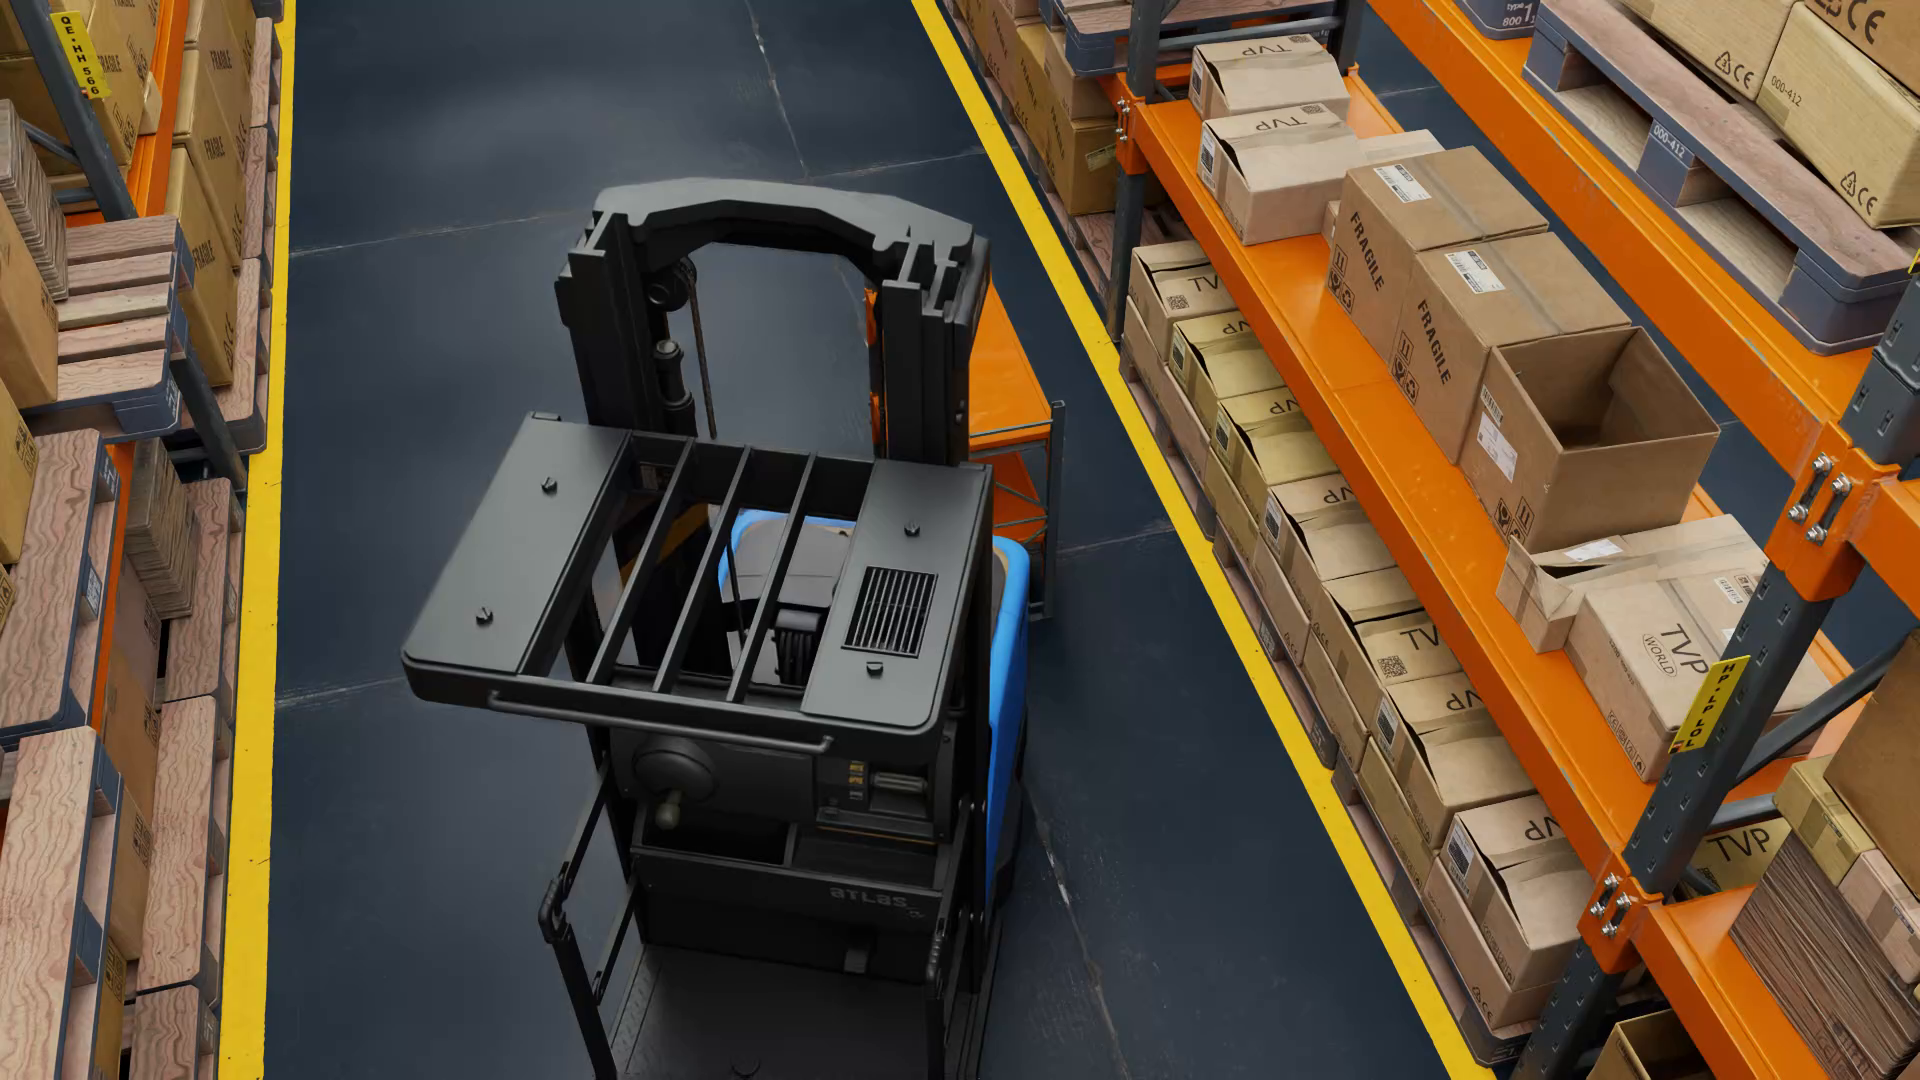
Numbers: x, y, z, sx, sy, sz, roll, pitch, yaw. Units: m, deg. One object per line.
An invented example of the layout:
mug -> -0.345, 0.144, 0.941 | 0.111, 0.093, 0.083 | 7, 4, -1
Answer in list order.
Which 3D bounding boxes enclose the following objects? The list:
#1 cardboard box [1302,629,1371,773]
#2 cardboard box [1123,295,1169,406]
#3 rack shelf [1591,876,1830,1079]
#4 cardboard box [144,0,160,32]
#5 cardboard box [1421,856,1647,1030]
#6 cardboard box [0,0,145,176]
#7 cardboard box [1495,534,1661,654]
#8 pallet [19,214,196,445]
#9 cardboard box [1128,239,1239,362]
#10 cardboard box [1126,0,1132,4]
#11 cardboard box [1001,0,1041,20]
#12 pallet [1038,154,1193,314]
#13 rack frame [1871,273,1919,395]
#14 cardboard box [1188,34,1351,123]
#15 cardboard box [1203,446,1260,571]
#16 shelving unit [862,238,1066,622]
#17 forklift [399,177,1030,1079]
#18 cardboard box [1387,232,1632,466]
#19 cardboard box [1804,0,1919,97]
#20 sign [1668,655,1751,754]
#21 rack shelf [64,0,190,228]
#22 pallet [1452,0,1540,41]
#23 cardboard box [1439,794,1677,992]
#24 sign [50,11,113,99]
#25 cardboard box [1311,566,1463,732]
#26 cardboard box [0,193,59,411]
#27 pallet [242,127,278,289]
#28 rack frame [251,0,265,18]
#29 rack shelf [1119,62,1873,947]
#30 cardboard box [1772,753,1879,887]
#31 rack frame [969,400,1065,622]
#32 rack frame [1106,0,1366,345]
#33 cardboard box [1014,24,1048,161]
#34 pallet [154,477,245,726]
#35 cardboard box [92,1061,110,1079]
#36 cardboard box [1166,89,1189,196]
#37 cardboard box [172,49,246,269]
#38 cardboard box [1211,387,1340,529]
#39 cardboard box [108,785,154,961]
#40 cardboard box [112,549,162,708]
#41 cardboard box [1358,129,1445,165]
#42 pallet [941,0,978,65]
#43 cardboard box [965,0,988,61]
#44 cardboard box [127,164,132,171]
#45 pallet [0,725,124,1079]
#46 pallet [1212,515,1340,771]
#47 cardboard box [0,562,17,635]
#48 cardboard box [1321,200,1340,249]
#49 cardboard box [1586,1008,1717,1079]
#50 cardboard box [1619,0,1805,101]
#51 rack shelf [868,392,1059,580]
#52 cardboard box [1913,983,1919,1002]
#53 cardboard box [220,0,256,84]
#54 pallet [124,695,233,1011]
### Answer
cardboard box -> 1.578, 0.528, 6.014 | 0.500, 0.250, 0.500 | -10, 46, -9
cardboard box -> 1.050, -0.882, 7.396 | 0.500, 0.250, 0.500 | -11, 47, -10
rack shelf -> 2.735, 2.281, 3.169 | 1.077, 0.370, 4.000 | -11, 47, -10
cardboard box -> -3.716, -2.439, 6.999 | 0.500, 0.500, 0.500 | -11, 47, -10
cardboard box -> 1.837, 1.231, 5.326 | 0.500, 0.250, 0.500 | -11, 47, -11
cardboard box -> -3.465, -1.733, 6.307 | 0.500, 0.500, 0.500 | -9, 46, -9
cardboard box -> 1.821, 0.122, 4.875 | 0.396, 0.266, 0.258 | -12, 47, -11
pallet -> -3.303, -0.665, 5.687 | 1.213, 0.211, 1.003 | -11, 47, -10
cardboard box -> 1.050, -1.079, 7.196 | 0.500, 0.311, 0.500 | -9, 46, -9
cardboard box -> 0.929, -2.709, 7.192 | 0.700, 0.500, 0.500 | -26, 51, -23
cardboard box -> 0.449, -3.001, 8.759 | 0.500, 0.250, 0.500 | -12, 47, -11
pallet -> 1.045, -1.659, 8.479 | 1.003, 0.211, 1.213 | -11, 47, -10
rack frame -> 2.223, -1.451, 2.122 | 1.000, 3.000, 0.127 | -11, 47, -10
cardboard box -> 1.250, -1.823, 6.749 | 0.500, 0.311, 0.500 | -8, 46, -8
cardboard box -> 1.318, -0.178, 6.706 | 0.500, 0.250, 0.500 | -12, 47, -11
shelving unit -> -0.002, -0.398, 6.604 | 0.538, 1.125, 1.048 | -11, 47, -10
forklift -> -0.509, 0.702, 4.260 | 1.130, 2.935, 3.031 | 7, 46, 7
cardboard box -> 1.779, -0.629, 5.447 | 0.500, 0.500, 0.500 | -11, 47, -10
cardboard box -> 2.104, -1.191, 3.254 | 0.500, 0.500, 0.500 | -10, 46, -10
sign -> 1.701, 0.377, 3.776 | 0.100, 0.325, 0.005 | -11, 47, -10
rack shelf -> -4.100, -2.334, 7.691 | 1.077, 0.370, 4.000 | -11, 47, -10
pallet -> 1.749, -1.873, 4.768 | 1.003, 0.211, 1.213 | -9, 46, -8
cardboard box -> 1.843, 1.041, 5.119 | 0.500, 0.311, 0.500 | -11, 47, -10
sign -> -3.066, -1.688, 5.800 | 0.100, 0.325, 0.005 | -11, 47, -10
cardboard box -> 1.578, 0.337, 5.808 | 0.500, 0.311, 0.500 | -11, 47, -10
cardboard box -> -3.289, -0.690, 5.199 | 0.700, 0.500, 0.500 | -15, 47, -14
pallet -> -4.026, -1.628, 8.448 | 1.003, 0.211, 1.213 | -11, 47, -10
rack frame -> -4.612, -3.966, 8.788 | 1.000, 3.000, 0.127 | -11, 47, -10
rack shelf -> 1.711, -0.480, 5.875 | 1.077, 0.370, 4.000 | -11, 47, -10
cardboard box -> 2.105, 0.607, 3.781 | 0.380, 0.149, 0.250 | -11, 47, -10
rack frame -> 0.128, -0.047, 6.260 | 0.500, 1.125, 0.032 | -11, 47, -10
rack frame -> 1.199, -2.113, 6.971 | 1.000, 3.000, 0.127 | -11, 47, -10
cardboard box -> 0.601, -2.352, 8.648 | 0.500, 0.500, 0.500 | -12, 47, -12
pallet -> -3.390, 0.311, 6.548 | 1.003, 0.211, 1.213 | -11, 47, -10
cardboard box -> -2.769, 1.773, 4.605 | 0.700, 0.500, 0.500 | -9, 46, -9
cardboard box -> 1.220, -2.119, 8.419 | 0.500, 0.500, 0.500 | -12, 47, -12
cardboard box -> -3.868, -1.737, 7.814 | 0.750, 0.750, 0.750 | -11, 47, -11
cardboard box -> 1.321, -0.365, 6.497 | 0.500, 0.311, 0.500 | -12, 47, -11
cardboard box -> -3.041, 1.065, 5.299 | 0.700, 0.500, 0.500 | -10, 46, -10
cardboard box -> -3.334, 0.381, 5.970 | 0.700, 0.500, 0.500 | -11, 47, -10
cardboard box -> 1.697, -1.455, 6.502 | 0.380, 0.149, 0.250 | -11, 47, -10
pallet -> 0.420, -3.344, 10.130 | 1.003, 0.211, 1.213 | -11, 47, -10
cardboard box -> 0.332, -3.063, 9.344 | 0.500, 0.500, 0.500 | -10, 46, -10
cardboard box -> -3.505, -1.569, 6.600 | 0.380, 0.149, 0.250 | -10, 46, -10
pallet -> -2.619, 1.070, 3.986 | 1.003, 0.211, 1.213 | -11, 47, -10
pallet -> 1.681, 0.279, 6.579 | 1.003, 0.211, 1.213 | -11, 47, -10
cardboard box -> -2.997, 0.174, 4.352 | 0.700, 0.500, 0.500 | -5, 46, -5
cardboard box -> 1.580, -1.155, 6.208 | 0.380, 0.149, 0.250 | -8, 46, -7
cardboard box -> 2.039, 1.579, 4.459 | 0.500, 0.500, 0.500 | -11, 47, -10
cardboard box -> 1.932, -1.302, 3.887 | 0.500, 0.250, 0.500 | -15, 47, -14
rack shelf -> -0.002, -0.227, 6.778 | 0.538, 0.278, 1.000 | -11, 47, -10
cardboard box -> 2.237, 0.959, 3.437 | 0.380, 0.149, 0.250 | -12, 47, -11
cardboard box -> -4.320, -2.936, 8.989 | 0.750, 0.750, 0.750 | -10, 46, -10
pallet -> -3.081, 1.152, 5.724 | 1.003, 0.211, 1.213 | -11, 47, -10
